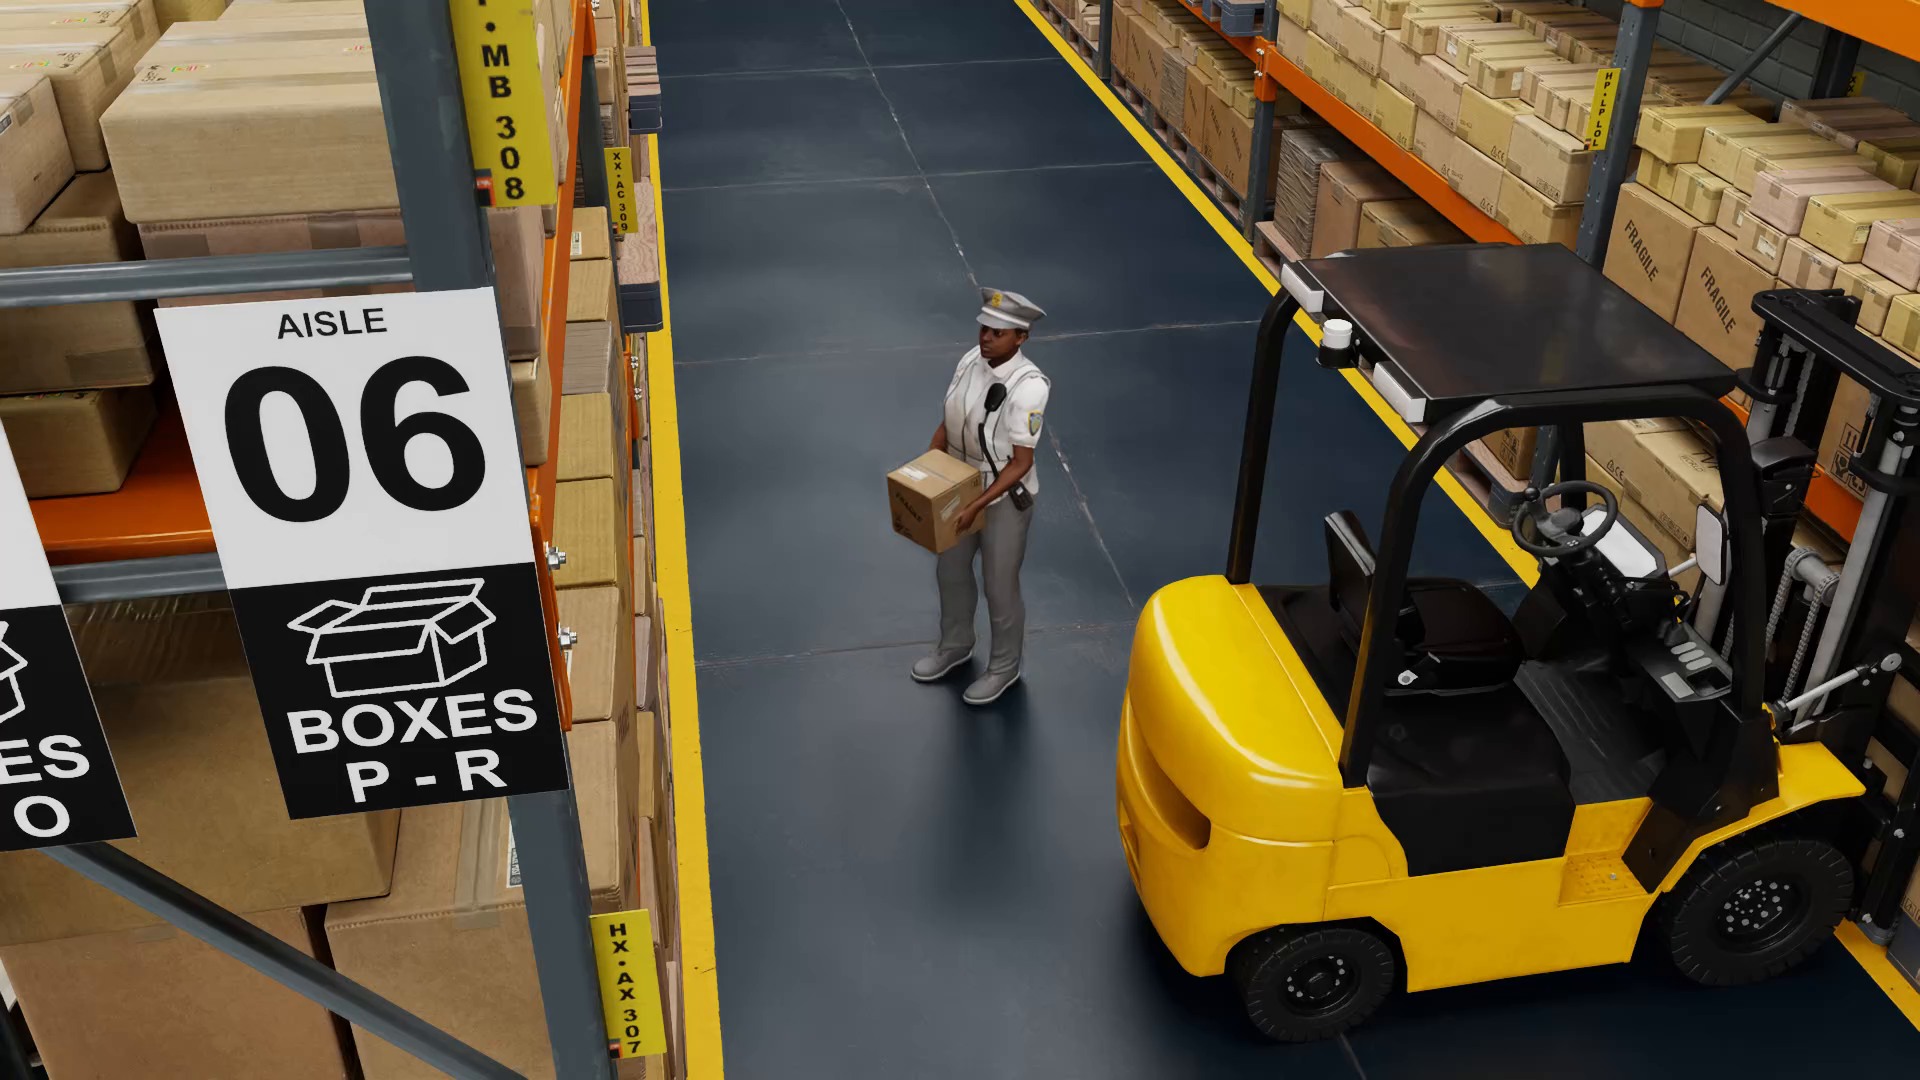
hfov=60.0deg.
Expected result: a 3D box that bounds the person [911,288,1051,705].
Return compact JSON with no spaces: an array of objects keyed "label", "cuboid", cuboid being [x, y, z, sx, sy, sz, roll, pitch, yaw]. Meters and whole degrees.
[{"label":"person","cuboid":[0.065,-0.152,6.347,0.522,1.702,0.474,-25,39,-36]}]
